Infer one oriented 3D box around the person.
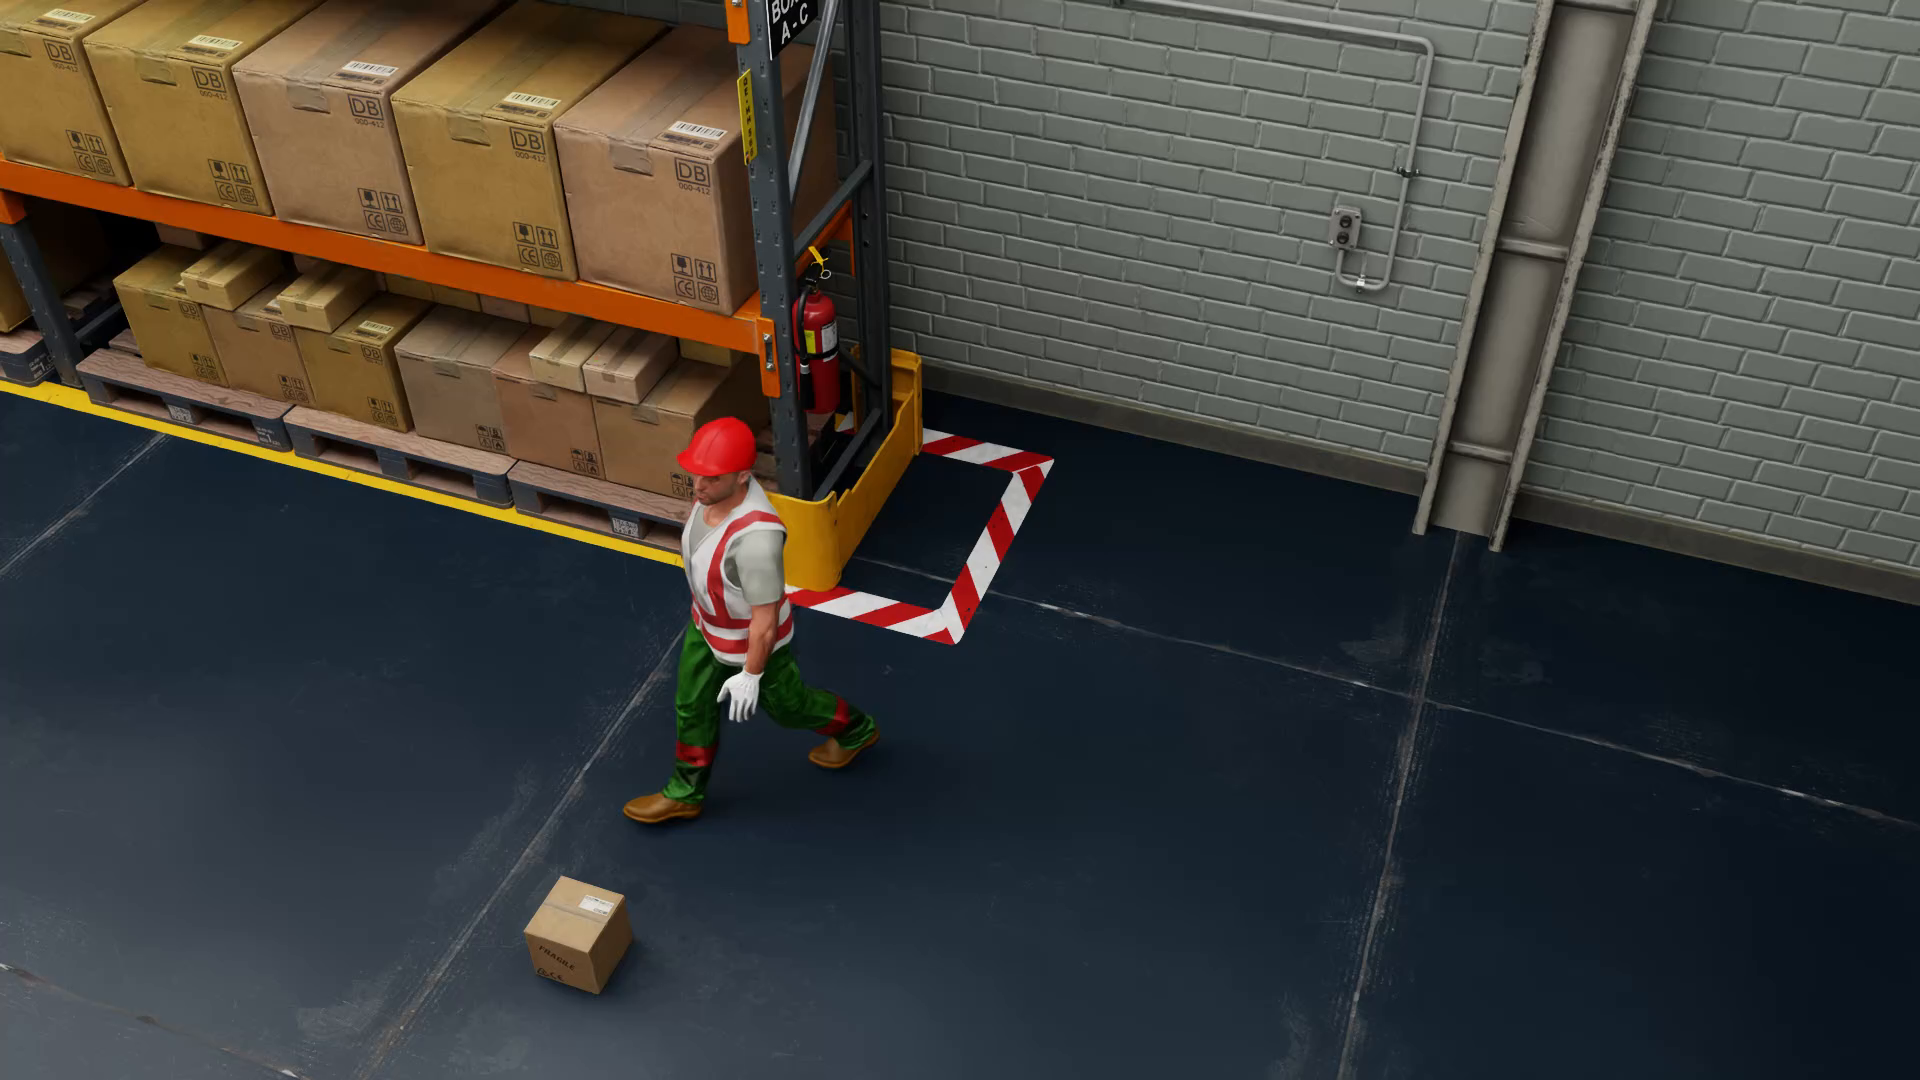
[{"bbox_3d":[-0.766,0.314,5.788,1.012,1.761,0.609,-20,45,-22],"label":"person"}]
